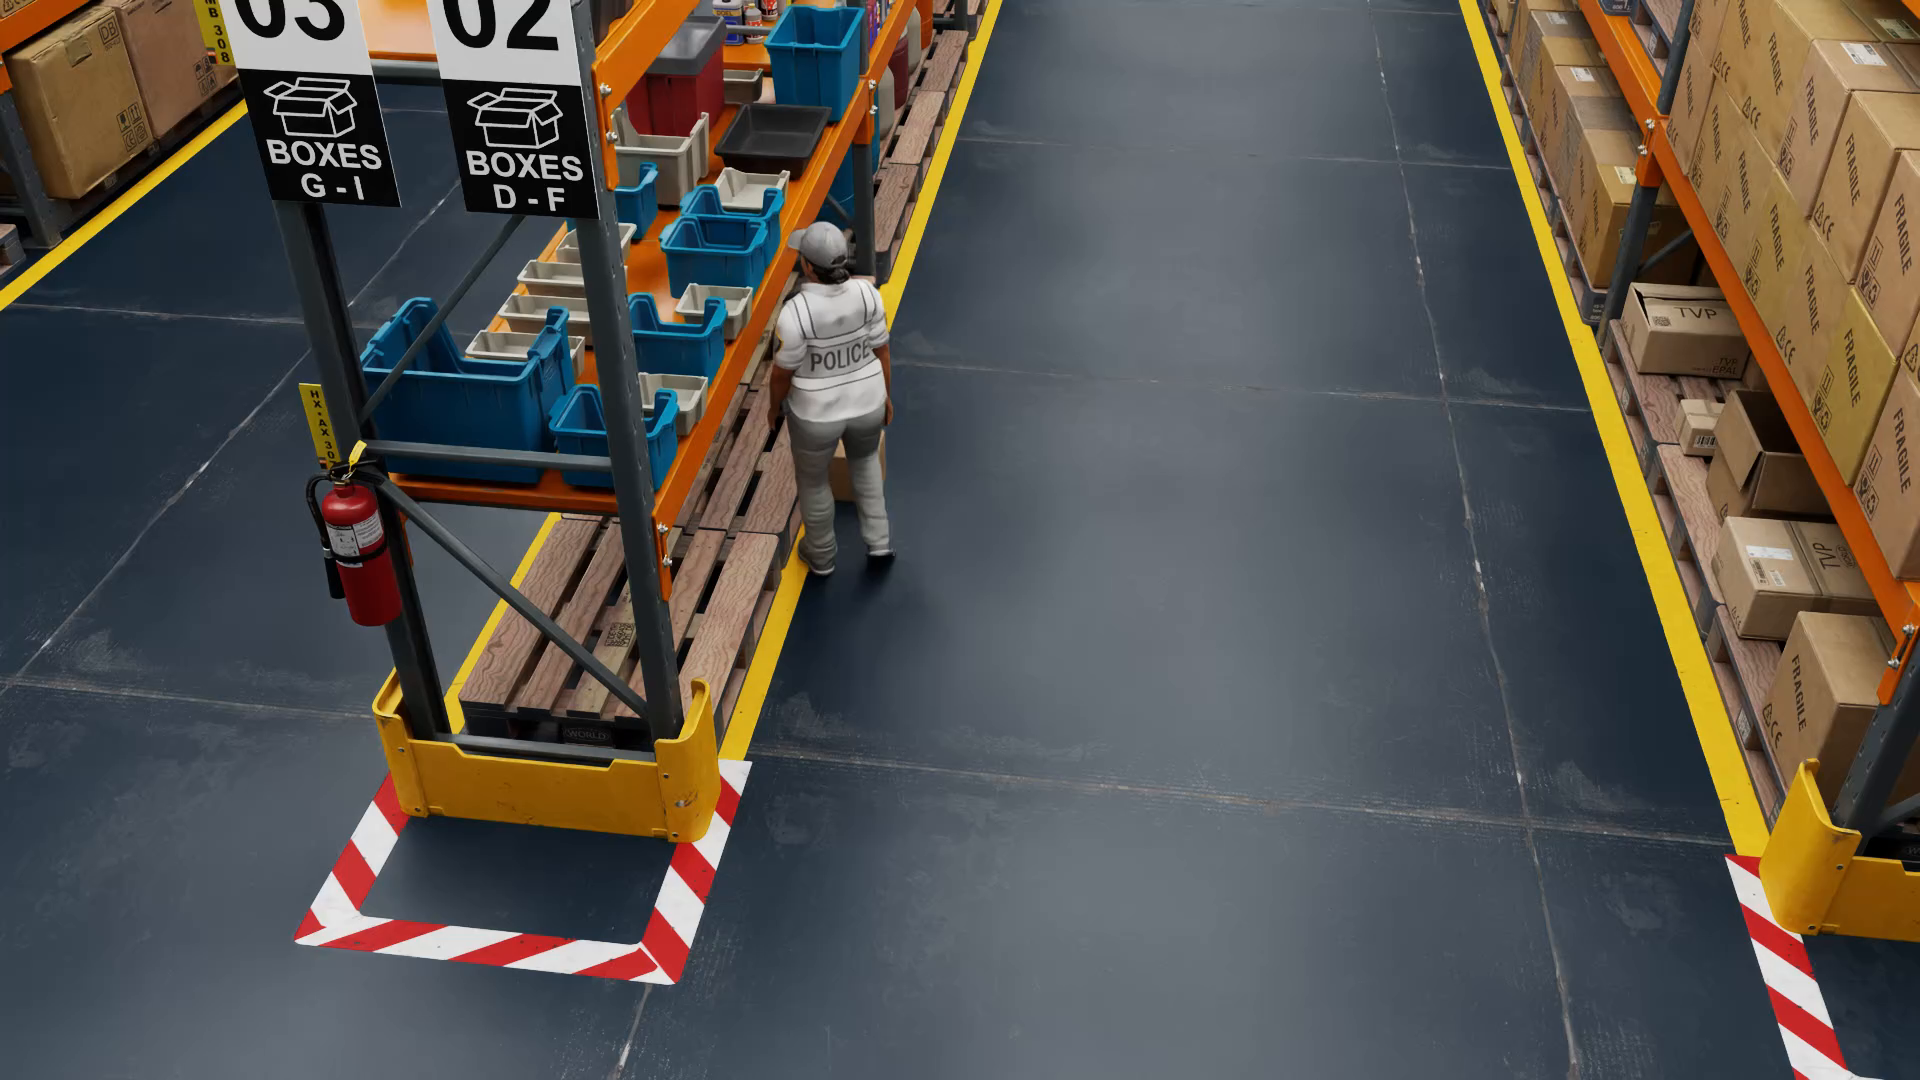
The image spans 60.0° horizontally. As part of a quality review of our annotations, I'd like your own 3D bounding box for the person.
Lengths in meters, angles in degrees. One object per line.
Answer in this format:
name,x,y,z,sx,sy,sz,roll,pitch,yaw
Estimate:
person,-0.535,-0.542,6.889,0.535,1.723,0.452,-17,40,-22
